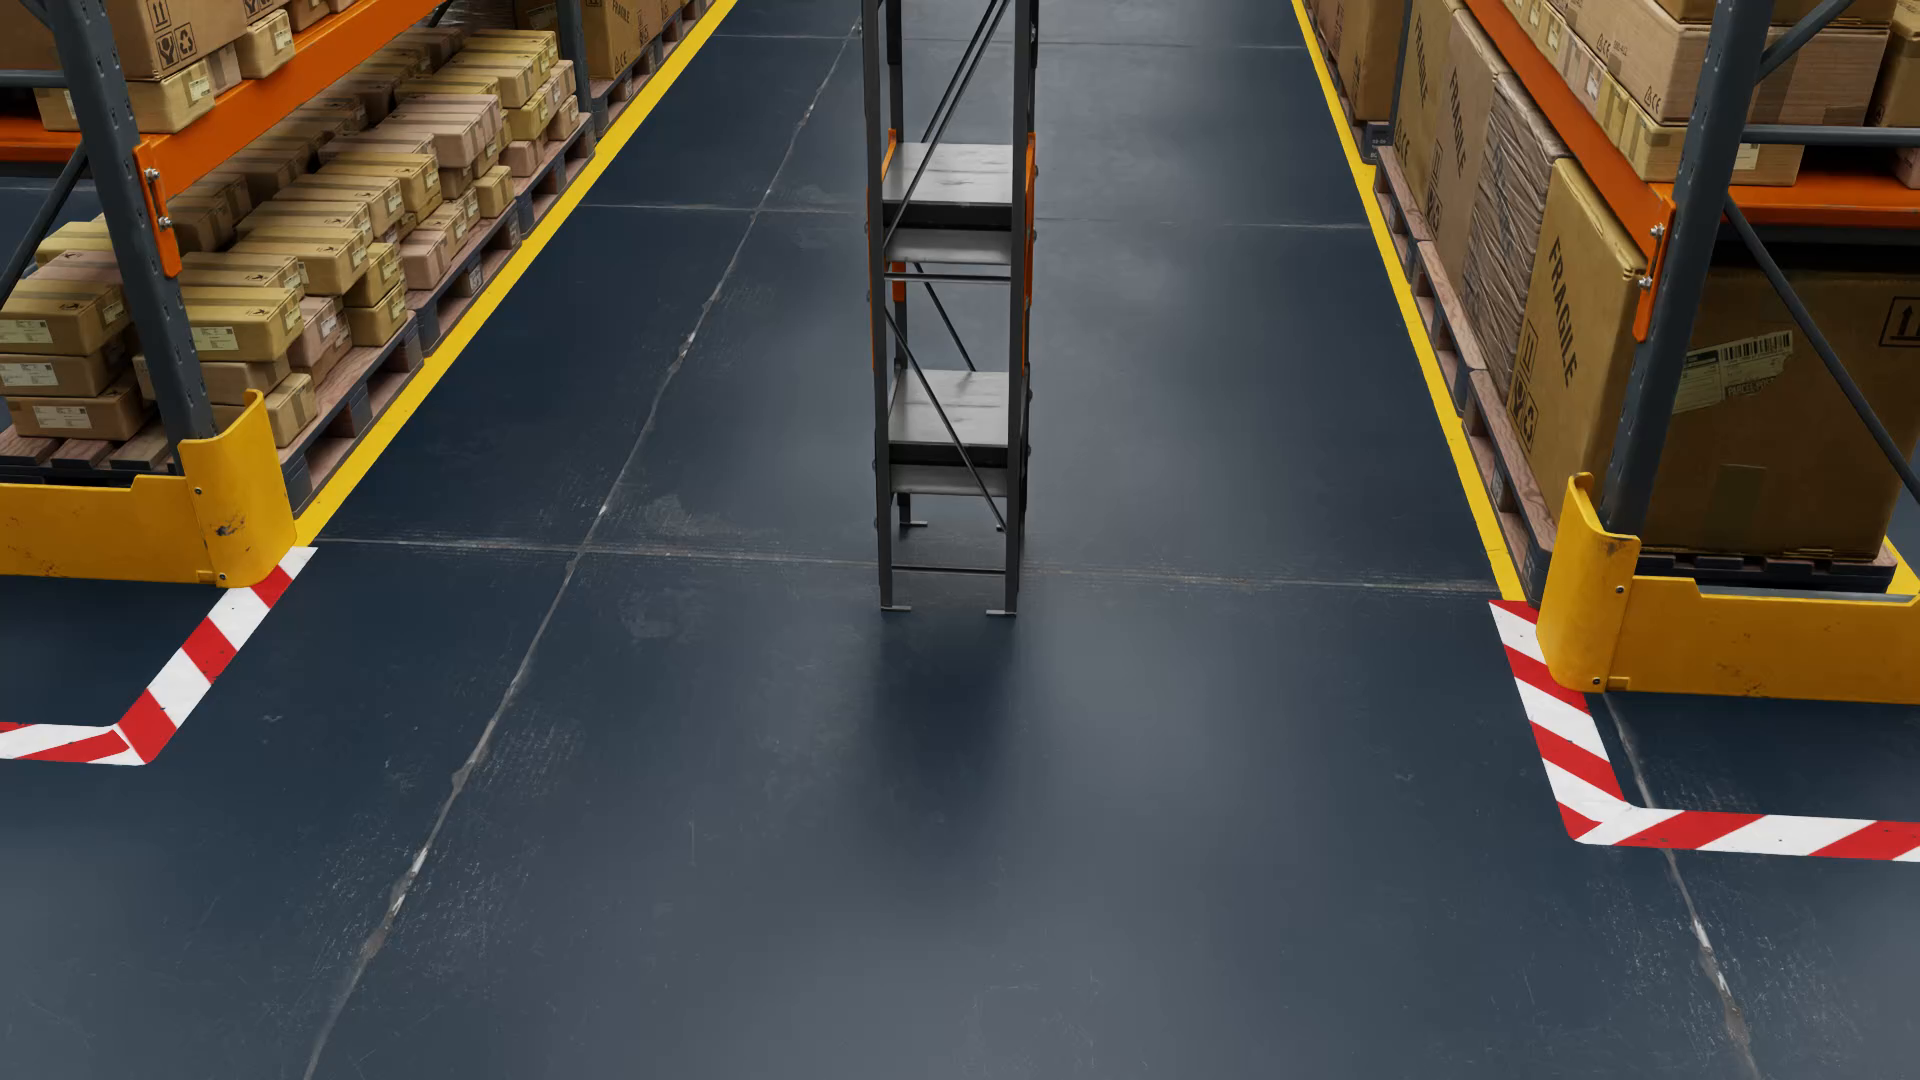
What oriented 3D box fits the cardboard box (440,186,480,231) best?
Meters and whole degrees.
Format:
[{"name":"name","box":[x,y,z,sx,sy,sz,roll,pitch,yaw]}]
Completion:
[{"name":"cardboard box","box":[-2.232,-1.366,6.925,0.380,0.149,0.250,3,32,5]}]

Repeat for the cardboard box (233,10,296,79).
[{"name":"cardboard box","box":[-2.285,-1.525,5.106,0.380,0.149,0.250,2,32,3]}]

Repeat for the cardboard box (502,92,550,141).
[{"name":"cardboard box","box":[-2.090,-1.926,7.550,0.380,0.149,0.250,1,32,2]}]

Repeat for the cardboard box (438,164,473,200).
[{"name":"cardboard box","box":[-2.251,-1.526,6.900,0.380,0.149,0.250,1,32,2]}]

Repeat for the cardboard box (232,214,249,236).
[{"name":"cardboard box","box":[-2.865,-1.127,6.253,0.380,0.149,0.250,3,32,5]}]

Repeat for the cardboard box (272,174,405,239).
[{"name":"cardboard box","box":[-2.291,-1.235,6.145,0.380,0.149,0.250,4,32,6]}]

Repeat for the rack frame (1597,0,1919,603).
[{"name":"rack frame","box":[2.242,-0.939,3.915,1.000,3.000,0.127,2,32,4]}]

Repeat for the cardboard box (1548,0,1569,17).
[{"name":"cardboard box","box":[2.100,-1.798,5.168,0.500,0.250,0.500,1,32,2]}]

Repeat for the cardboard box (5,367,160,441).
[{"name":"cardboard box","box":[-2.858,-0.453,5.443,0.380,0.149,0.250,3,32,5]}]

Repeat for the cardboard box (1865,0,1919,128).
[{"name":"cardboard box","box":[2.551,-1.241,4.265,0.500,0.250,0.500,2,32,3]}]

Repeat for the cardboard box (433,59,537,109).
[{"name":"cardboard box","box":[-2.131,-2.051,7.469,0.380,0.149,0.250,2,32,4]}]

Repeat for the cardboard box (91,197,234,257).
[{"name":"cardboard box","box":[-2.846,-1.112,5.946,0.380,0.149,0.250,1,32,2]}]

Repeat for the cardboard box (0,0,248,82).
[{"name":"cardboard box","box":[-2.381,-1.596,4.602,0.500,0.500,0.500,4,32,6]}]

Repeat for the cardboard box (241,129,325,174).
[{"name":"cardboard box","box":[-2.755,-1.526,6.618,0.380,0.149,0.250,3,32,4]}]

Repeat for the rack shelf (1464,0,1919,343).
[{"name":"rack shelf","box":[2.405,-1.679,5.800,1.077,0.370,4.000,2,32,4]}]

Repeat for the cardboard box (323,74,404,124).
[{"name":"cardboard box","box":[-2.653,-1.929,7.271,0.380,0.149,0.250,2,32,3]}]

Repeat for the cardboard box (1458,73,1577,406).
[{"name":"cardboard box","box":[2.289,-1.027,5.683,0.875,0.875,0.875,2,32,4]}]

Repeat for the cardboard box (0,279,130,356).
[{"name":"cardboard box","box":[-2.902,-0.710,5.293,0.380,0.149,0.250,3,32,5]}]

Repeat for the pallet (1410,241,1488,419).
[{"name":"pallet","box":[2.331,-0.810,6.362,1.003,0.211,1.213,2,32,4]}]

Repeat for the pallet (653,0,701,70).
[{"name":"pallet","box":[-2.209,-3.155,10.168,1.003,0.211,1.213,2,32,4]}]

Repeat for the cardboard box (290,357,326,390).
[{"name":"cardboard box","box":[-2.392,-0.569,5.632,0.380,0.149,0.250,2,32,4]}]

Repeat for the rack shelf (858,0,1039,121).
[{"name":"rack shelf","box":[-0.014,-1.392,4.199,0.431,0.518,0.480,2,32,4]}]

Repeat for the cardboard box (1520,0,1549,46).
[{"name":"cardboard box","box":[2.045,-1.702,5.392,0.380,0.149,0.250,3,32,4]}]

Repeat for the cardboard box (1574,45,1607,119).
[{"name":"cardboard box","box":[1.984,-1.300,4.740,0.380,0.149,0.250,3,32,4]}]

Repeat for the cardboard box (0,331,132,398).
[{"name":"cardboard box","box":[-2.934,-0.584,5.372,0.380,0.149,0.250,2,32,3]}]

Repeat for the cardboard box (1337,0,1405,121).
[{"name":"cardboard box","box":[2.600,-2.640,8.300,1.225,0.875,0.875,3,32,4]}]

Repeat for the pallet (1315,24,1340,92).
[{"name":"pallet","box":[2.652,-2.890,9.738,1.003,0.211,1.213,2,32,4]}]

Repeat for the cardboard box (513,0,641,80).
[{"name":"cardboard box","box":[-2.043,-2.785,8.892,0.500,0.500,0.500,4,32,6]}]

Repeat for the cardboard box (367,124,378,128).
[{"name":"cardboard box","box":[-2.656,-1.805,7.353,0.380,0.149,0.250,1,32,1]}]

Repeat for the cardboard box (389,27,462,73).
[{"name":"cardboard box","box":[-2.602,-2.342,7.942,0.380,0.149,0.250,4,32,6]}]

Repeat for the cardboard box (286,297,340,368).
[{"name":"cardboard box","box":[-2.316,-0.699,5.559,0.380,0.149,0.250,2,32,4]}]

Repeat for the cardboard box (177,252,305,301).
[{"name":"cardboard box","box":[-2.409,-0.831,5.489,0.380,0.149,0.250,3,32,5]}]

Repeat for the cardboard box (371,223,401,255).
[{"name":"cardboard box","box":[-2.328,-1.103,6.215,0.380,0.149,0.250,1,32,2]}]

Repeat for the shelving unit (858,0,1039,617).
[{"name":"shelving unit","box":[-0.013,-0.807,4.559,0.431,2.100,0.503,2,32,4]}]

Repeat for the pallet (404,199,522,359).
[{"name":"pallet","box":[-2.483,-1.116,6.859,1.003,0.211,1.213,2,32,4]}]

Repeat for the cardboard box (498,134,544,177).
[{"name":"cardboard box","box":[-2.121,-1.768,7.576,0.380,0.149,0.250,1,32,2]}]

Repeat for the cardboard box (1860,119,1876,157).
[{"name":"cardboard box","box":[2.620,-1.138,4.477,0.380,0.149,0.250,2,32,3]}]

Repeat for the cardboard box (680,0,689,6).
[{"name":"cardboard box","box":[-1.907,-3.598,10.211,0.500,0.500,0.500,1,32,2]}]

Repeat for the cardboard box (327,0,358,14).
[{"name":"cardboard box","box":[-2.306,-1.935,5.771,0.380,0.149,0.250,2,32,3]}]

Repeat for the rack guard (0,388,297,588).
[{"name":"rack guard","box":[-2.687,-0.179,5.064,1.175,0.500,0.348,2,32,4]}]

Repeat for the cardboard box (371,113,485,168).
[{"name":"cardboard box","box":[-2.170,-1.631,6.788,0.380,0.149,0.250,1,32,2]}]

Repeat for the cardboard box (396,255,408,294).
[{"name":"cardboard box","box":[-2.322,-0.966,6.276,0.380,0.149,0.250,3,32,4]}]
